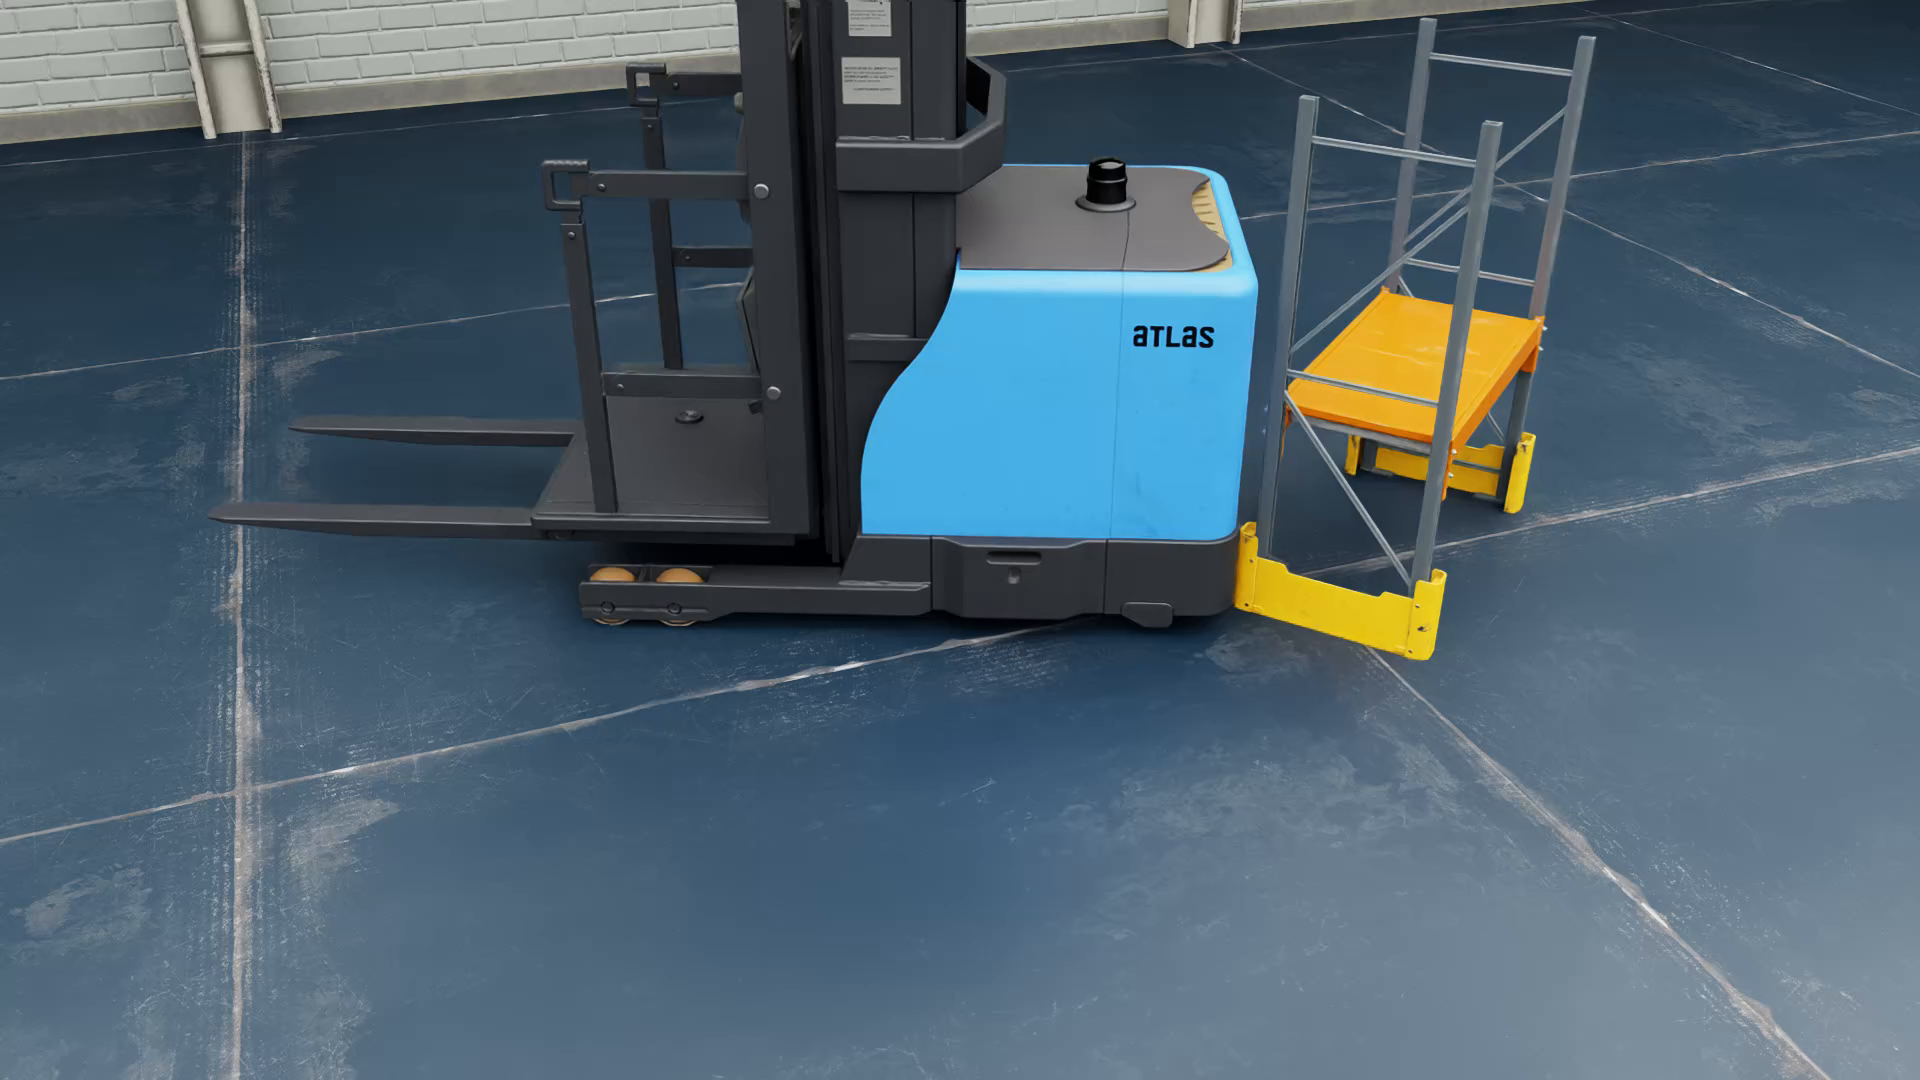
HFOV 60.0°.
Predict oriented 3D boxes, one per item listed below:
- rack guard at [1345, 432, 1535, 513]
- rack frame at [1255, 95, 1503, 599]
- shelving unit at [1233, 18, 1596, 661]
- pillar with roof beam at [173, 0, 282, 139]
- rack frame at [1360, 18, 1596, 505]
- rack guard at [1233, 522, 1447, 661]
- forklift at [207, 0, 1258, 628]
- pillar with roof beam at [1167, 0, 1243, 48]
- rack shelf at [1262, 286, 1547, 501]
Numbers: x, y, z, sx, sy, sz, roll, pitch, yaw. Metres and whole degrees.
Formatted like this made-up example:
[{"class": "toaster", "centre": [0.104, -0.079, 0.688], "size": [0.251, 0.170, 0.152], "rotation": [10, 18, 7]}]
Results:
[{"class": "rack guard", "centre": [1.577, -0.284, 5.495], "size": [0.587, 0.250, 0.087], "rotation": [16, 33, 26]}, {"class": "rack frame", "centre": [1.073, -0.401, 4.438], "size": [0.500, 1.500, 0.032], "rotation": [16, 33, 26]}, {"class": "shelving unit", "centre": [1.325, -0.614, 4.812], "size": [0.587, 1.500, 1.083], "rotation": [16, 33, 26]}, {"class": "pillar with roof beam", "centre": [-2.501, -4.214, 3.557], "size": [0.400, 9.000, 9.100], "rotation": [-10, 31, -18]}, {"class": "rack frame", "centre": [1.587, -0.835, 5.200], "size": [0.500, 1.500, 0.032], "rotation": [16, 33, 26]}, {"class": "rack guard", "centre": [1.074, 0.142, 4.748], "size": [0.587, 0.250, 0.087], "rotation": [16, 33, 26]}, {"class": "forklift", "centre": [-0.705, -1.282, 4.540], "size": [3.031, 2.935, 1.130], "rotation": [1, 30, 2]}, {"class": "pillar with roof beam", "centre": [3.123, -5.250, 5.374], "size": [0.400, 9.000, 9.100], "rotation": [-10, 31, -18]}, {"class": "rack shelf", "centre": [1.330, -0.462, 4.908], "size": [0.538, 0.185, 1.000], "rotation": [16, 33, 26]}]
